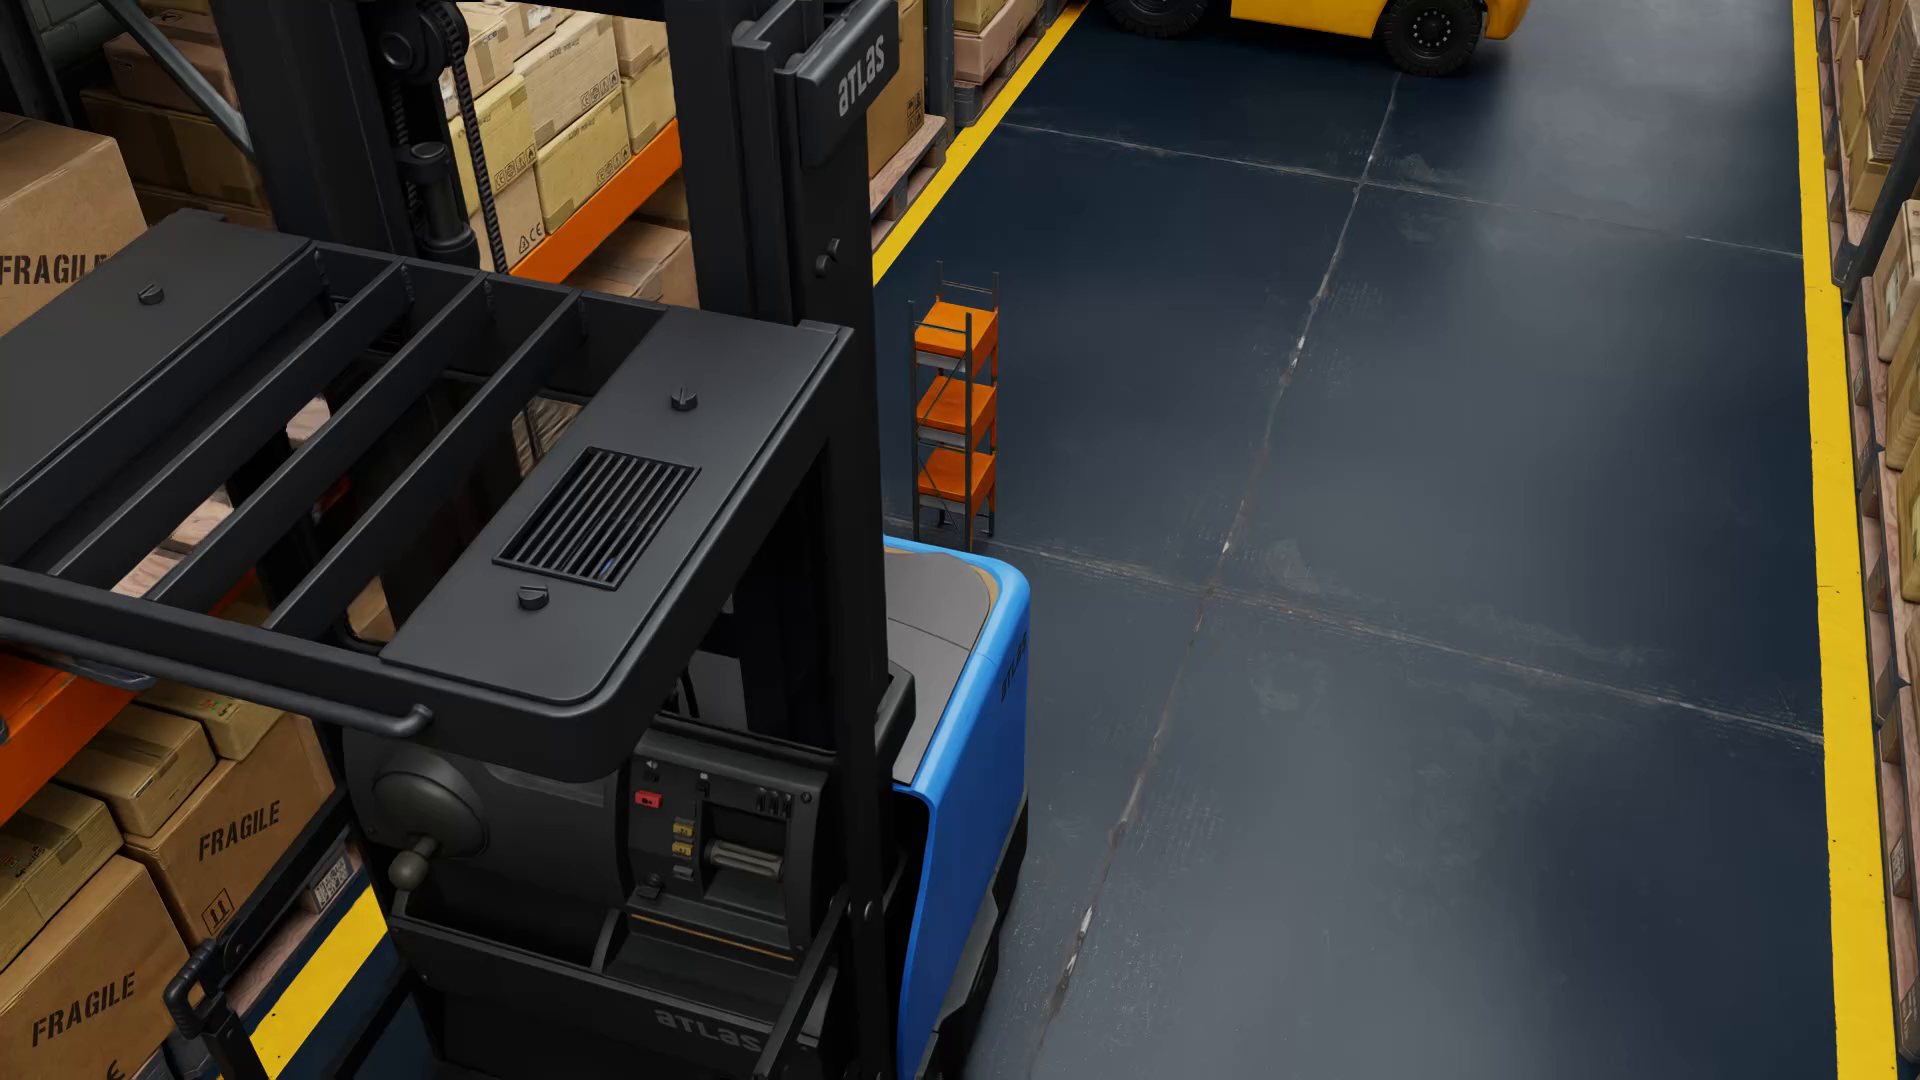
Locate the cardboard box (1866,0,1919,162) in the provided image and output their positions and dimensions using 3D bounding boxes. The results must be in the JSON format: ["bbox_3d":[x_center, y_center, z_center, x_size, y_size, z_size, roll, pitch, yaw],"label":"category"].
[{"bbox_3d":[4.100,-1.864,6.841,0.500,0.500,0.500,13,42,14],"label":"cardboard box"}]

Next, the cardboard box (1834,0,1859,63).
[{"bbox_3d":[4.625,-2.522,8.190,0.500,0.250,0.500,16,43,18],"label":"cardboard box"}]

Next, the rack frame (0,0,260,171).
[{"bbox_3d":[-1.884,-0.704,4.265,1.000,3.000,0.127,13,42,15],"label":"rack frame"}]

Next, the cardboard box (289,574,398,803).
[{"bbox_3d":[-1.827,0.392,4.581,0.500,0.500,0.500,14,43,16],"label":"cardboard box"}]

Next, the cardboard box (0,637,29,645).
[{"bbox_3d":[-1.941,-0.092,3.338,0.500,0.250,0.500,11,42,13],"label":"cardboard box"}]

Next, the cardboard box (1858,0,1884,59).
[{"bbox_3d":[4.445,-2.486,7.570,0.500,0.500,0.500,15,43,17],"label":"cardboard box"}]

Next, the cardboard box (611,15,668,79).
[{"bbox_3d":[-1.135,-1.674,5.132,0.500,0.250,0.500,12,42,14],"label":"cardboard box"}]

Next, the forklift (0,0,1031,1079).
[{"bbox_3d":[-0.751,0.575,2.817,1.130,2.935,3.031,12,42,13],"label":"forklift"}]

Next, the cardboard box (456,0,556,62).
[{"bbox_3d":[-1.344,-1.444,4.554,0.380,0.149,0.250,14,43,16],"label":"cardboard box"}]

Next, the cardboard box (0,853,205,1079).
[{"bbox_3d":[-2.184,1.015,3.851,0.500,0.500,0.500,15,43,17],"label":"cardboard box"}]

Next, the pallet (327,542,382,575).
[{"bbox_3d":[-1.566,-0.137,5.748,1.003,0.211,1.213,13,42,15],"label":"pallet"}]

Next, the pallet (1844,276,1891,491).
[{"bbox_3d":[3.885,-0.509,6.184,1.003,0.211,1.213,13,42,15],"label":"pallet"}]

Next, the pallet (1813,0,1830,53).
[{"bbox_3d":[5.180,-2.890,8.974,1.003,0.211,1.213,13,42,15],"label":"pallet"}]

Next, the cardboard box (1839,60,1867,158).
[{"bbox_3d":[4.272,-1.906,7.467,0.500,0.250,0.500,12,42,14],"label":"cardboard box"}]

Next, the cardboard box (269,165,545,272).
[{"bbox_3d":[-1.503,-0.864,4.567,0.500,0.250,0.500,13,42,15],"label":"cardboard box"}]

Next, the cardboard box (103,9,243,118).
[{"bbox_3d":[-1.963,-1.232,4.307,0.380,0.149,0.250,15,43,16],"label":"cardboard box"}]

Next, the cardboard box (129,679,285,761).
[{"bbox_3d":[-1.879,0.371,4.107,0.380,0.149,0.250,11,42,13],"label":"cardboard box"}]

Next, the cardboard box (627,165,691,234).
[{"bbox_3d":[-1.212,-1.149,6.292,0.875,0.625,0.625,12,42,13],"label":"cardboard box"}]

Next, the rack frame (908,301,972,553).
[{"bbox_3d":[-0.060,-0.292,5.284,0.200,1.050,0.008,13,42,15],"label":"rack frame"}]

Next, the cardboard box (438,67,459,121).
[{"bbox_3d":[-1.498,-1.118,4.173,0.380,0.149,0.250,14,43,16],"label":"cardboard box"}]

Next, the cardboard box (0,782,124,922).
[{"bbox_3d":[-2.144,0.673,3.753,0.380,0.149,0.250,14,43,16],"label":"cardboard box"}]

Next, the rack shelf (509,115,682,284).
[{"bbox_3d":[-1.200,-1.651,5.928,1.077,0.370,4.000,13,42,15],"label":"rack shelf"}]

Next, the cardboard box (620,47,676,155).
[{"bbox_3d":[-1.157,-1.485,5.295,0.500,0.250,0.500,12,42,14],"label":"cardboard box"}]

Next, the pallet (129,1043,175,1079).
[{"bbox_3d":[-2.594,1.545,3.776,1.003,0.211,1.213,13,42,15],"label":"pallet"}]

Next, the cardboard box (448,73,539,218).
[{"bbox_3d":[-1.479,-1.048,4.398,0.500,0.250,0.500,13,42,15],"label":"cardboard box"}]

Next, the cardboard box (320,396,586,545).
[{"bbox_3d":[-1.658,-0.338,5.341,0.875,0.625,0.625,15,43,16],"label":"cardboard box"}]

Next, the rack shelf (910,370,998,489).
[{"bbox_3d":[-0.018,-0.359,5.378,0.215,0.259,0.240,13,42,15],"label":"rack shelf"}]

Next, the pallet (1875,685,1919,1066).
[{"bbox_3d":[3.050,0.980,4.439,1.003,0.211,1.213,13,42,15],"label":"pallet"}]

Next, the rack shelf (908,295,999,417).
[{"bbox_3d":[-0.018,-0.575,5.194,0.215,0.259,0.240,13,42,15],"label":"rack shelf"}]

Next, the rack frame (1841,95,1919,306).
[{"bbox_3d":[4.149,-2.045,5.835,1.000,3.000,0.127,13,42,15],"label":"rack frame"}]

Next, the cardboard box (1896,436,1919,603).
[{"bbox_3d":[3.494,-0.021,5.164,0.950,0.372,0.625,15,43,17],"label":"cardboard box"}]

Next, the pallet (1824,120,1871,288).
[{"bbox_3d":[4.346,-1.401,7.230,1.003,0.211,1.213,13,42,15],"label":"pallet"}]

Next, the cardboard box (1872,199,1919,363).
[{"bbox_3d":[3.972,-0.884,6.176,0.950,0.372,0.625,14,42,16],"label":"cardboard box"}]

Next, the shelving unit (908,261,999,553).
[{"bbox_3d":[-0.018,-0.367,5.371,0.215,1.050,0.252,13,42,15],"label":"shelving unit"}]

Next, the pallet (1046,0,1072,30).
[{"bbox_3d":[0.211,-3.306,9.462,1.003,0.211,1.213,13,42,15],"label":"pallet"}]

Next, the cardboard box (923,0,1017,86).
[{"bbox_3d":[-0.040,-2.479,8.140,0.500,0.250,0.500,14,42,16],"label":"cardboard box"}]
